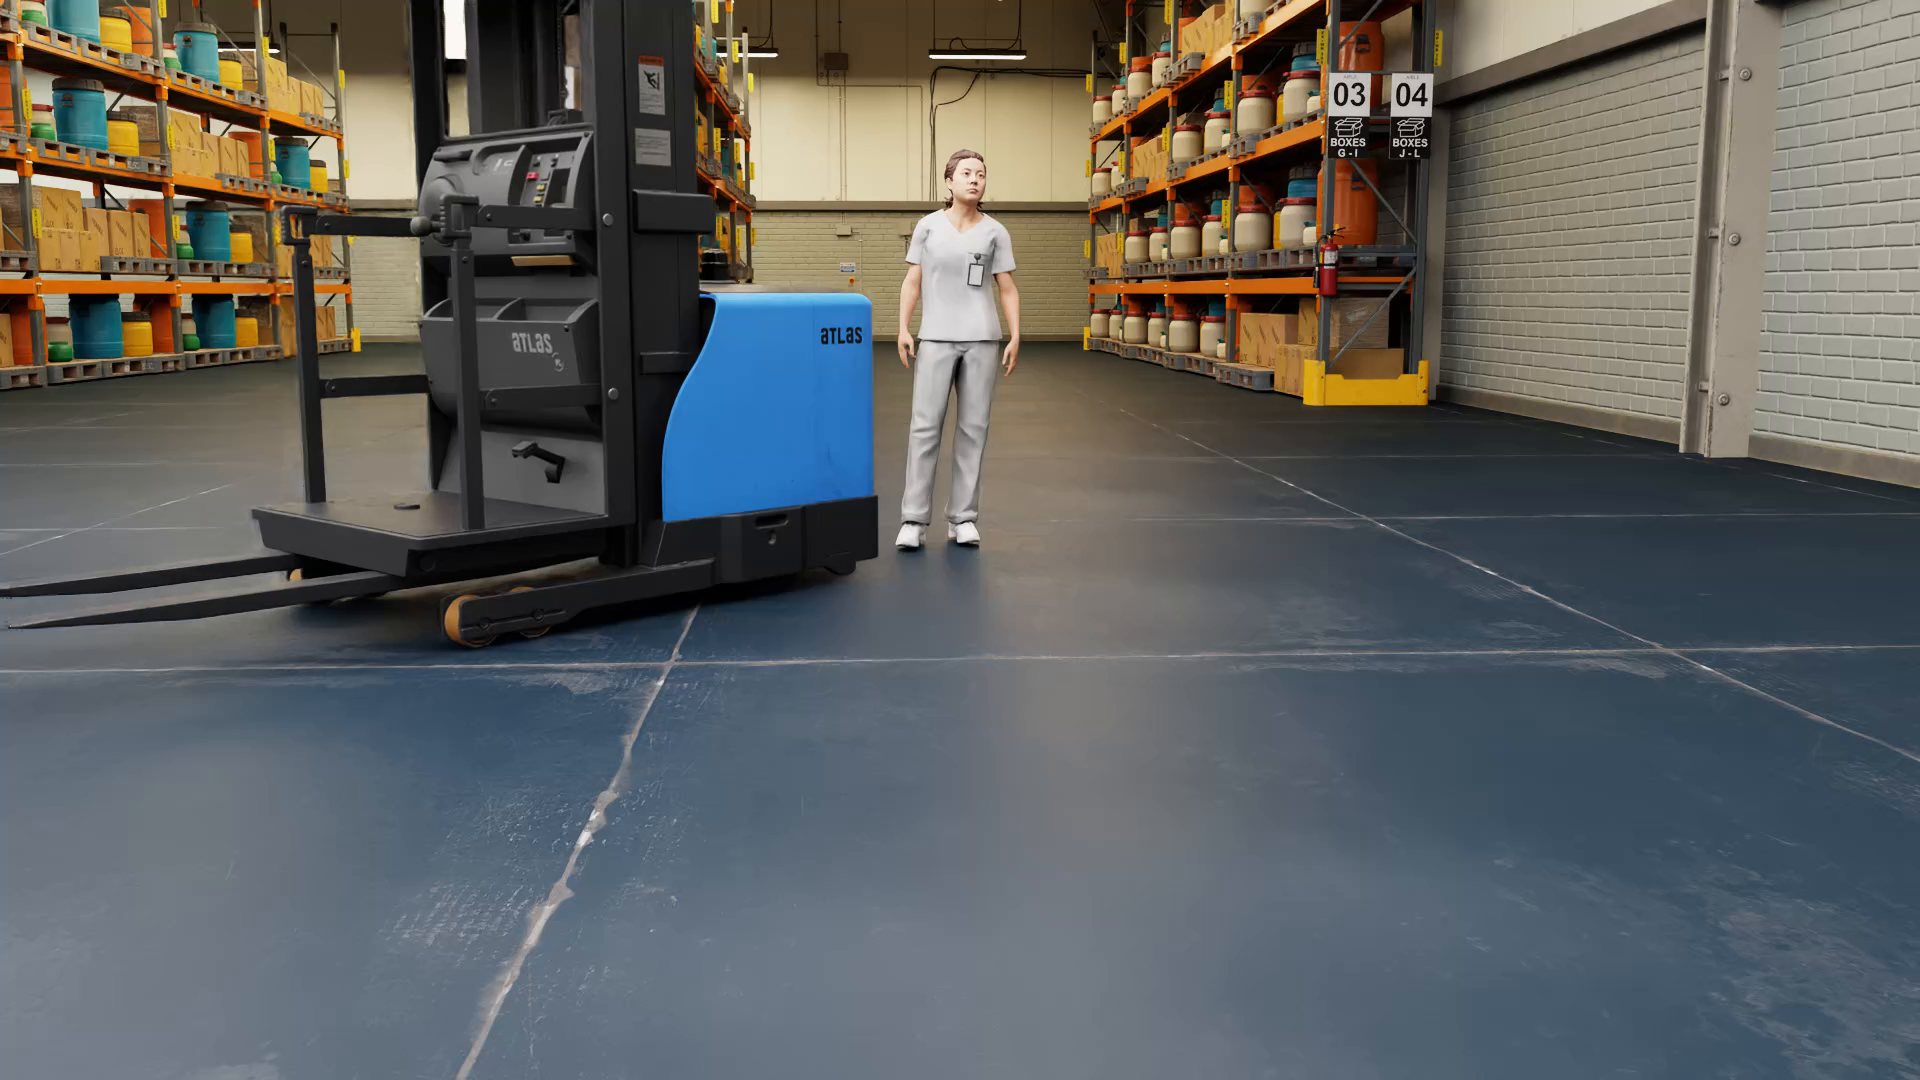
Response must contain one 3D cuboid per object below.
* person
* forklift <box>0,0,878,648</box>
[{"bbox_3d":[-0.009,-0.825,7.112,0.549,1.674,0.548,-1,8,-4],"label":"person"},{"bbox_3d":[-1.674,-1.203,5.432,1.130,2.935,3.031,8,11,41],"label":"forklift"}]
